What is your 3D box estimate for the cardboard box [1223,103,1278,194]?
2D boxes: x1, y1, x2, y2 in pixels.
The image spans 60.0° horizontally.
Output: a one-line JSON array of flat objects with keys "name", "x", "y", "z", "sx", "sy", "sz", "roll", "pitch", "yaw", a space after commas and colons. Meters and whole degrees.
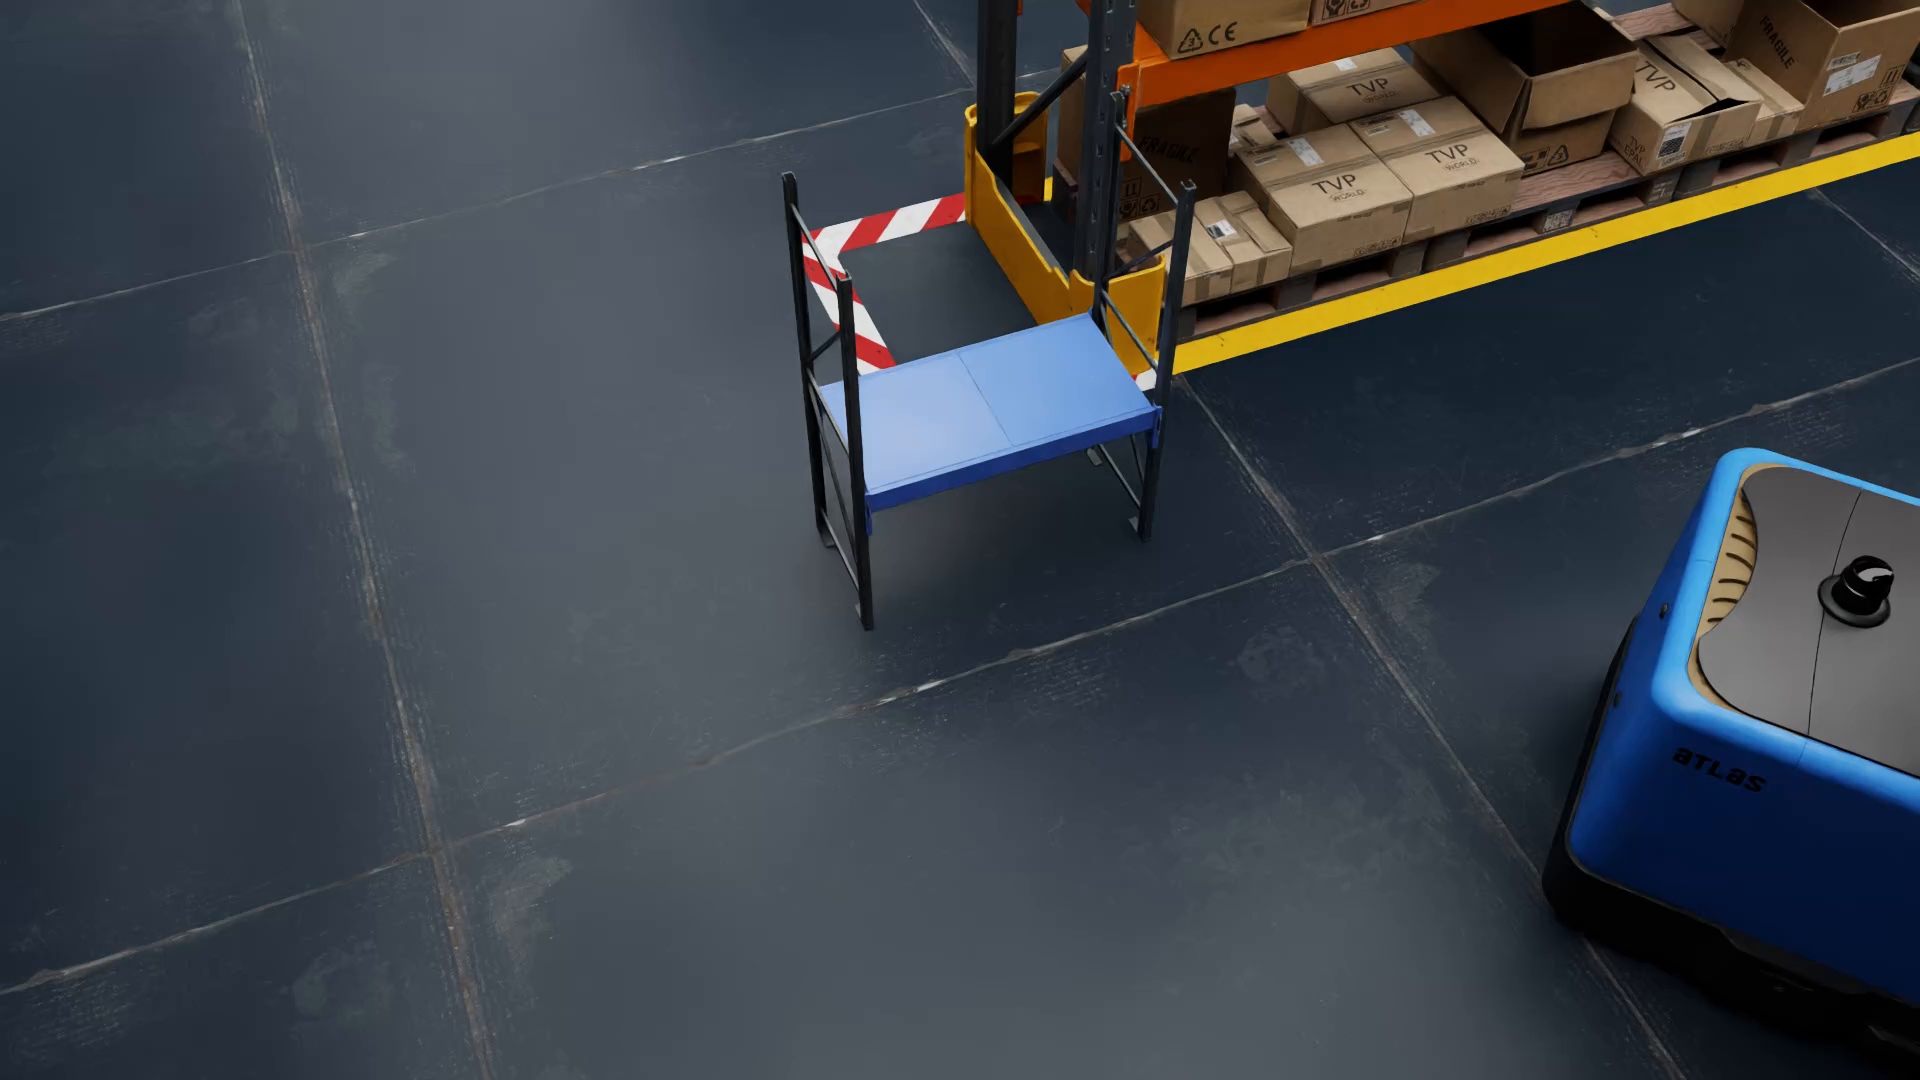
[{"name": "cardboard box", "x": 1.128, "y": -1.574, "z": 6.702, "sx": 0.250, "sy": 0.166, "sz": 0.380, "roll": -17, "pitch": 52, "yaw": -14}]

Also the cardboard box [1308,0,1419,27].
[{"name": "cardboard box", "x": 1.295, "y": -2.098, "z": 5.509, "sx": 0.500, "sy": 0.500, "sz": 0.500, "roll": -18, "pitch": 52, "yaw": -15}]

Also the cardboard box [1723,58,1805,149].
[{"name": "cardboard box", "x": 3.267, "y": -1.822, "z": 6.926, "sx": 0.250, "sy": 0.149, "sz": 0.380, "roll": -17, "pitch": 52, "yaw": -14}]

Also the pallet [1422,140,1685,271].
[{"name": "pallet", "x": 2.245, "y": -1.662, "z": 7.038, "sx": 1.213, "sy": 0.211, "sz": 1.003, "roll": -17, "pitch": 52, "yaw": -14}]

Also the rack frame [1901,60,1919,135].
[{"name": "rack frame", "x": 4.012, "y": -3.119, "z": 6.452, "sx": 0.127, "sy": 3.000, "sz": 1.000, "roll": -17, "pitch": 52, "yaw": -14}]

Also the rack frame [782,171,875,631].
[{"name": "rack frame", "x": -0.392, "y": -0.367, "z": 5.077, "sx": 0.032, "sy": 1.500, "sz": 0.500, "roll": -17, "pitch": 52, "yaw": -14}]

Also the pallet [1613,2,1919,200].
[{"name": "pallet", "x": 3.376, "y": -2.014, "z": 7.341, "sx": 1.213, "sy": 0.211, "sz": 1.003, "roll": -17, "pitch": 52, "yaw": -14}]

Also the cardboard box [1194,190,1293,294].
[{"name": "cardboard box", "x": 1.058, "y": -1.143, "z": 6.332, "sx": 0.250, "sy": 0.166, "sz": 0.380, "roll": -17, "pitch": 52, "yaw": -14}]

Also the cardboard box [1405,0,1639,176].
[{"name": "cardboard box", "x": 2.275, "y": -1.907, "z": 6.766, "sx": 0.637, "sy": 0.503, "sz": 0.797, "roll": -17, "pitch": 52, "yaw": -14}]

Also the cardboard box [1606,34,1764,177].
[{"name": "cardboard box", "x": 2.897, "y": -1.809, "z": 6.809, "sx": 0.500, "sy": 0.311, "sz": 0.500, "roll": -17, "pitch": 52, "yaw": -14}]

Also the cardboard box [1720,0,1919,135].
[{"name": "cardboard box", "x": 3.592, "y": -2.086, "z": 6.922, "sx": 0.500, "sy": 0.500, "sz": 0.500, "roll": -17, "pitch": 52, "yaw": -14}]

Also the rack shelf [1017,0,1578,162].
[{"name": "rack shelf", "x": 2.160, "y": -2.311, "z": 6.232, "sx": 4.000, "sy": 0.370, "sz": 1.077, "roll": -17, "pitch": 52, "yaw": -14}]

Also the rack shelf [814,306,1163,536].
[{"name": "rack shelf", "x": 0.079, "y": -0.396, "z": 5.338, "sx": 1.000, "sy": 0.185, "sz": 0.538, "roll": -17, "pitch": 52, "yaw": -14}]

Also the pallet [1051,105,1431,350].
[{"name": "pallet", "x": 1.117, "y": -1.315, "z": 6.740, "sx": 1.213, "sy": 0.211, "sz": 1.003, "roll": -17, "pitch": 52, "yaw": -14}]

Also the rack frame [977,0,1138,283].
[{"name": "rack frame", "x": 0.309, "y": -1.972, "z": 5.466, "sx": 0.127, "sy": 3.000, "sz": 1.000, "roll": -17, "pitch": 52, "yaw": -14}]

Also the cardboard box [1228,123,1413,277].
[{"name": "cardboard box", "x": 1.382, "y": -1.320, "z": 6.429, "sx": 0.500, "sy": 0.250, "sz": 0.500, "roll": -17, "pitch": 52, "yaw": -14}]

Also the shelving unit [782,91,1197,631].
[{"name": "shelving unit", "x": 0.079, "y": -0.513, "z": 5.202, "sx": 1.048, "sy": 1.500, "sz": 0.538, "roll": -17, "pitch": 52, "yaw": -14}]

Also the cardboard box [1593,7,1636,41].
[{"name": "cardboard box", "x": 2.745, "y": -2.116, "z": 7.168, "sx": 0.250, "sy": 0.166, "sz": 0.380, "roll": -17, "pitch": 52, "yaw": -14}]

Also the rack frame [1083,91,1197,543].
[{"name": "rack frame", "x": 0.550, "y": -0.659, "z": 5.327, "sx": 0.032, "sy": 1.500, "sz": 0.500, "roll": -17, "pitch": 52, "yaw": -14}]

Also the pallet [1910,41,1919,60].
[{"name": "pallet", "x": 4.751, "y": -2.471, "z": 7.733, "sx": 1.213, "sy": 0.211, "sz": 1.003, "roll": -17, "pitch": 52, "yaw": -14}]

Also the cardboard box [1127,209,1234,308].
[{"name": "cardboard box", "x": 0.827, "y": -1.065, "z": 6.277, "sx": 0.250, "sy": 0.149, "sz": 0.380, "roll": -17, "pitch": 52, "yaw": -14}]

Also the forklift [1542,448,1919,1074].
[{"name": "forklift", "x": 3.228, "y": 0.306, "z": 3.555, "sx": 3.031, "sy": 2.935, "sz": 1.130, "roll": 21, "pitch": 53, "yaw": 17}]

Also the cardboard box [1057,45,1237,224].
[{"name": "cardboard box", "x": 0.719, "y": -1.630, "z": 6.530, "sx": 0.500, "sy": 0.500, "sz": 0.500, "roll": -17, "pitch": 52, "yaw": -14}]

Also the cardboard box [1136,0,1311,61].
[{"name": "cardboard box", "x": 0.819, "y": -1.947, "z": 5.379, "sx": 0.500, "sy": 0.500, "sz": 0.500, "roll": -16, "pitch": 51, "yaw": -13}]

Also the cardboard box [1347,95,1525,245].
[{"name": "cardboard box", "x": 1.845, "y": -1.463, "z": 6.552, "sx": 0.500, "sy": 0.250, "sz": 0.500, "roll": -17, "pitch": 52, "yaw": -14}]

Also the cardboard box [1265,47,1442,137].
[{"name": "cardboard box", "x": 1.610, "y": -1.800, "z": 6.841, "sx": 0.500, "sy": 0.250, "sz": 0.500, "roll": -17, "pitch": 52, "yaw": -14}]

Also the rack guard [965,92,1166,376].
[{"name": "rack guard", "x": 0.379, "y": -1.179, "z": 6.433, "sx": 0.348, "sy": 0.500, "sz": 1.175, "roll": -17, "pitch": 52, "yaw": -14}]

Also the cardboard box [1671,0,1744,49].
[{"name": "cardboard box", "x": 3.542, "y": -2.418, "z": 7.332, "sx": 0.500, "sy": 0.311, "sz": 0.500, "roll": -17, "pitch": 52, "yaw": -14}]
